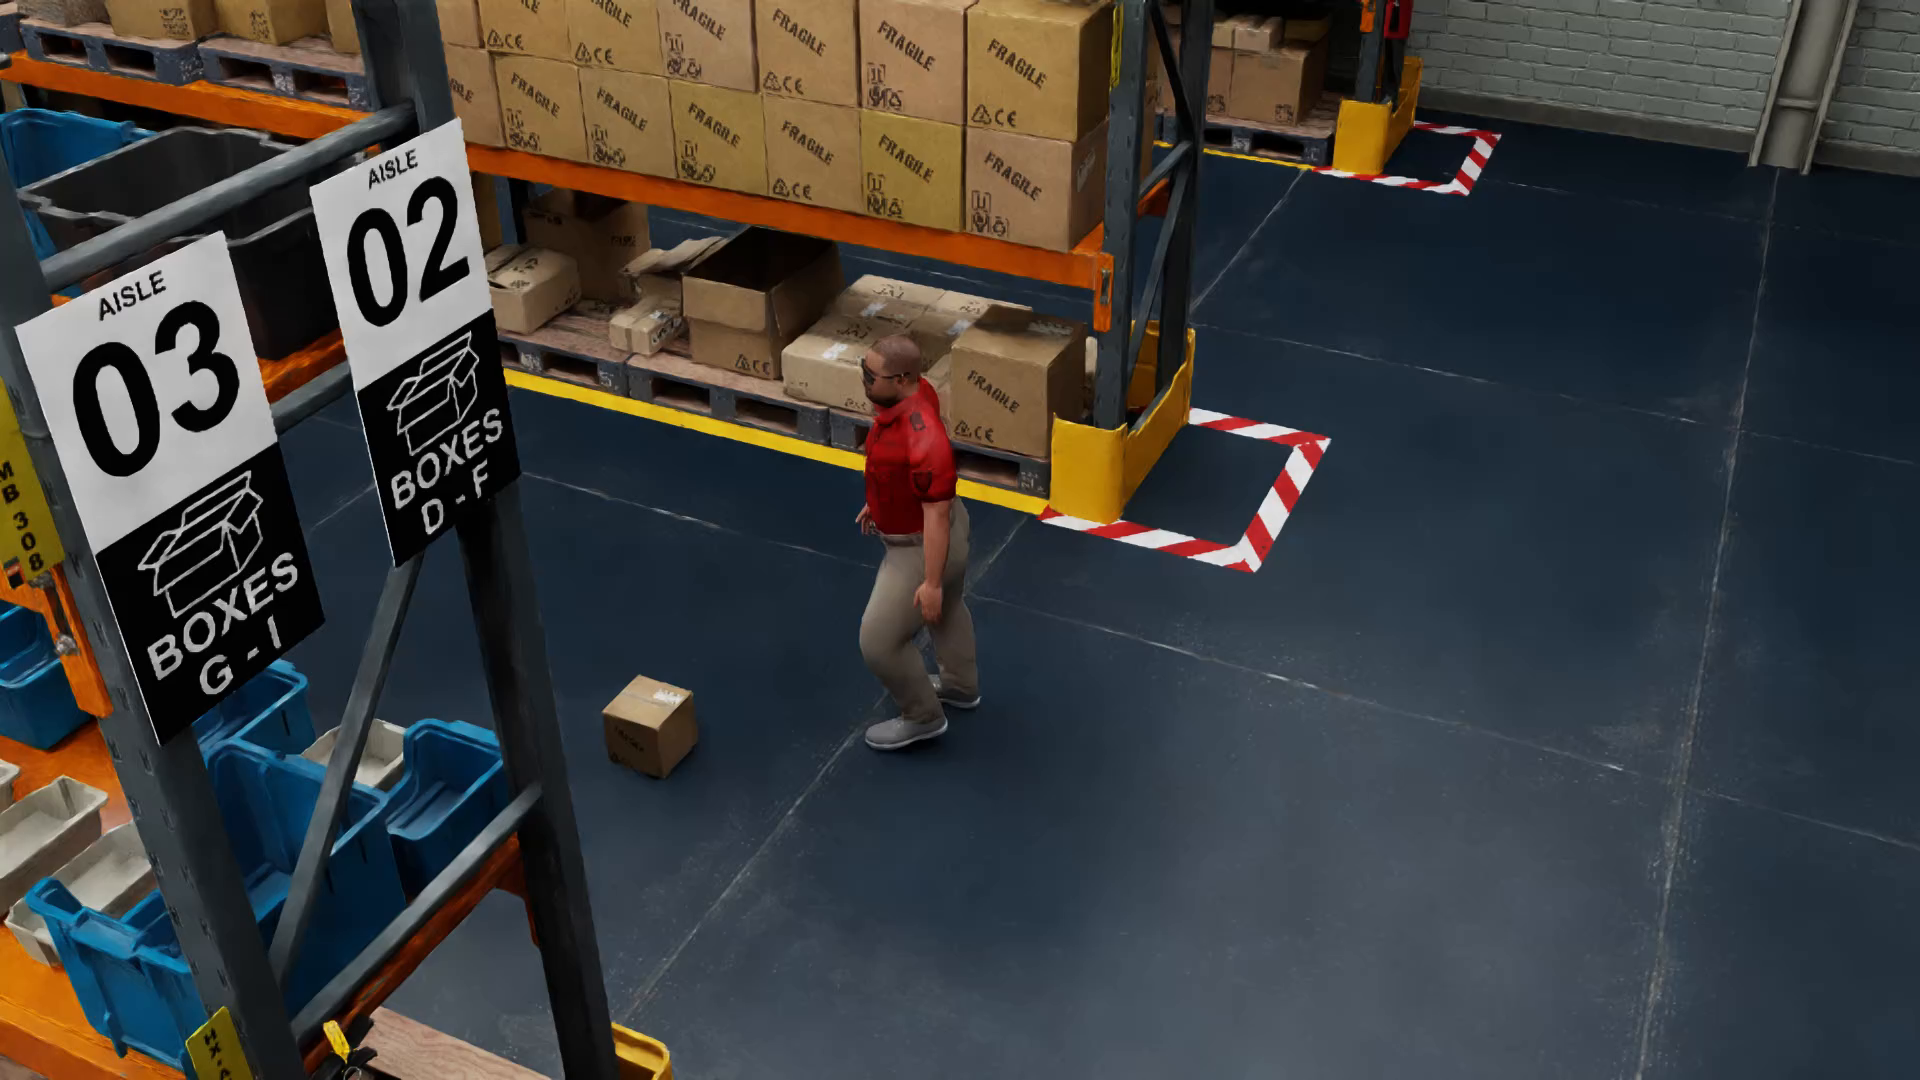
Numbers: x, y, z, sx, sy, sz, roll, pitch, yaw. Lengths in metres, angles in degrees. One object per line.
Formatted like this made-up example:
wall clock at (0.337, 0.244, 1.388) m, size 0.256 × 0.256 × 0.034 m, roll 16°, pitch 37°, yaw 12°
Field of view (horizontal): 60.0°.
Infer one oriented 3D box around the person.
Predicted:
person at (-0.155, 0.018, 6.127) m, size 0.483 × 1.706 × 0.667 m, roll -1°, pitch 33°, yaw -1°
